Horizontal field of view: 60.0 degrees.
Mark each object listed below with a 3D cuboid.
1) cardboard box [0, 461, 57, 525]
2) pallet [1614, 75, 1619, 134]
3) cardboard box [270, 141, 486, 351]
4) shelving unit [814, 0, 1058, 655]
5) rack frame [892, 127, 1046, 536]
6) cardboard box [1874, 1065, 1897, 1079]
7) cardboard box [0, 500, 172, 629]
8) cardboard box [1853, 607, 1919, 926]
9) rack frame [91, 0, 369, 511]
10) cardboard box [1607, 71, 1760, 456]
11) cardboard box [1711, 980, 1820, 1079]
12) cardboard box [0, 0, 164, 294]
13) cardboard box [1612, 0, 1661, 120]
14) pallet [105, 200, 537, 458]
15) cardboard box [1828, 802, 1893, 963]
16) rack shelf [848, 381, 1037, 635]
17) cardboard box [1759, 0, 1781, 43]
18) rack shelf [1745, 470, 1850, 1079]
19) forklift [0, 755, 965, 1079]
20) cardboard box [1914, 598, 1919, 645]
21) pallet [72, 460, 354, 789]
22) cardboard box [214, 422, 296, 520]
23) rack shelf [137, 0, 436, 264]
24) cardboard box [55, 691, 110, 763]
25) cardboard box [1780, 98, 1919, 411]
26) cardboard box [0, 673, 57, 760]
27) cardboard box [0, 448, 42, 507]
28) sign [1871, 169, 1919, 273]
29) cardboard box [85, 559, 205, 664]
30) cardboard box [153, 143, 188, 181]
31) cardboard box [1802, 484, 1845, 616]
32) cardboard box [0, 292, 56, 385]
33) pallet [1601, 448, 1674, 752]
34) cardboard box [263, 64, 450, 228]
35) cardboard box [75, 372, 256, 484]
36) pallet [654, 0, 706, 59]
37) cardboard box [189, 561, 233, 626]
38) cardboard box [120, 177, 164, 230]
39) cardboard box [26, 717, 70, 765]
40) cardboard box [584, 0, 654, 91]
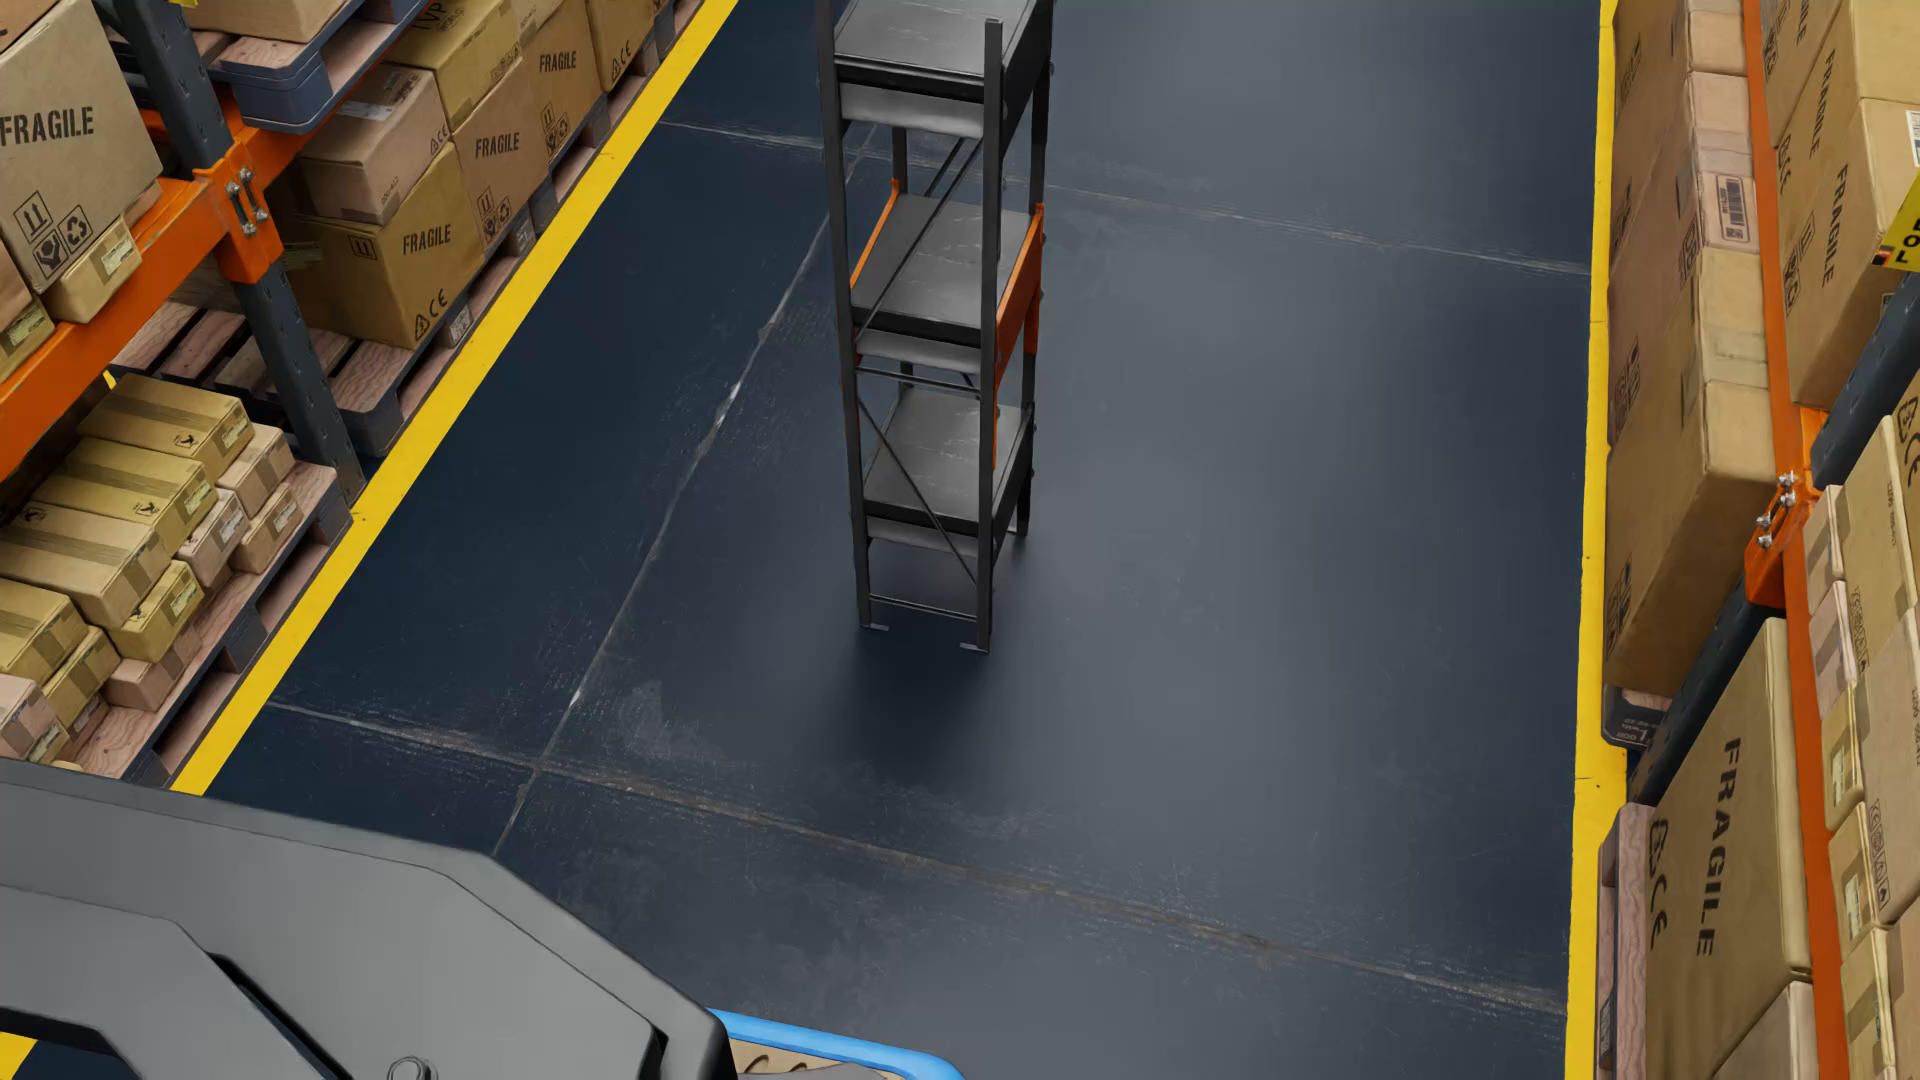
[{"bbox_3d":[-2.806,-0.121,4.779,0.380,0.149,0.250,12,50,10],"label":"cardboard box"},{"bbox_3d":[3.109,-1.590,6.513,1.003,0.211,1.213,12,50,10],"label":"pallet"},{"bbox_3d":[-1.972,-1.021,5.537,0.500,0.500,0.500,13,50,11],"label":"cardboard box"},{"bbox_3d":[-0.044,-0.575,4.357,0.431,2.100,0.503,12,50,10],"label":"shelving unit"},{"bbox_3d":[0.021,-0.752,4.513,0.400,2.100,0.015,12,50,10],"label":"rack frame"},{"bbox_3d":[1.597,0.994,2.540,0.380,0.149,0.250,12,50,10],"label":"cardboard box"},{"bbox_3d":[-2.352,0.063,4.418,0.380,0.149,0.250,11,50,10],"label":"cardboard box"},{"bbox_3d":[1.824,0.423,2.778,0.500,0.250,0.500,11,50,10],"label":"cardboard box"},{"bbox_3d":[-2.422,-1.227,4.332,1.000,3.000,0.127,12,50,10],"label":"rack frame"},{"bbox_3d":[2.720,-0.724,5.026,1.225,0.875,0.875,10,49,9],"label":"cardboard box"},{"bbox_3d":[1.848,1.502,3.061,0.875,0.875,0.875,12,50,10],"label":"cardboard box"},{"bbox_3d":[-2.277,-0.953,3.825,0.500,0.500,0.500,12,50,10],"label":"cardboard box"},{"bbox_3d":[3.187,-2.009,6.160,1.225,0.875,0.875,9,49,8],"label":"cardboard box"},{"bbox_3d":[-2.219,-0.868,5.875,1.003,0.211,1.213,12,50,10],"label":"pallet"},{"bbox_3d":[1.732,0.628,2.863,0.380,0.149,0.250,10,49,9],"label":"cardboard box"},{"bbox_3d":[-0.044,-0.103,4.892,0.431,0.518,0.480,12,50,10],"label":"rack shelf"},{"bbox_3d":[2.600,-1.698,4.681,0.500,0.500,0.500,12,50,10],"label":"cardboard box"},{"bbox_3d":[1.810,1.510,2.397,1.077,0.370,4.000,12,50,10],"label":"rack shelf"},{"bbox_3d":[-0.778,1.710,1.828,1.129,2.867,3.031,9,49,8],"label":"forklift"},{"bbox_3d":[1.826,0.179,2.493,0.500,0.500,0.500,12,50,10],"label":"cardboard box"},{"bbox_3d":[-2.565,0.189,4.943,1.003,0.211,1.213,12,50,10],"label":"pallet"},{"bbox_3d":[-2.199,-0.230,4.876,0.380,0.149,0.250,12,50,11],"label":"cardboard box"},{"bbox_3d":[-1.896,-2.435,5.879,1.077,0.370,4.000,12,50,10],"label":"rack shelf"},{"bbox_3d":[-2.540,0.470,4.456,0.380,0.149,0.250,10,49,9],"label":"cardboard box"},{"bbox_3d":[2.196,-0.600,3.712,0.500,0.500,0.500,12,50,10],"label":"cardboard box"},{"bbox_3d":[-2.478,0.450,4.077,0.380,0.149,0.250,9,49,8],"label":"cardboard box"},{"bbox_3d":[-2.843,-0.224,4.671,0.380,0.149,0.250,14,50,12],"label":"cardboard box"},{"bbox_3d":[1.810,-0.632,3.088,0.100,0.325,0.005,12,50,10],"label":"sign"},{"bbox_3d":[-2.311,0.165,4.527,0.380,0.149,0.250,10,49,9],"label":"cardboard box"},{"bbox_3d":[-2.470,-1.376,5.350,0.500,0.250,0.500,10,49,9],"label":"cardboard box"},{"bbox_3d":[1.937,0.056,3.367,0.380,0.149,0.250,12,50,10],"label":"cardboard box"},{"bbox_3d":[-2.362,-0.502,3.860,0.380,0.149,0.250,13,50,12],"label":"cardboard box"},{"bbox_3d":[2.467,0.175,4.955,1.003,0.211,1.213,12,50,10],"label":"pallet"},{"bbox_3d":[-1.973,-1.269,5.256,0.500,0.250,0.500,10,49,8],"label":"cardboard box"},{"bbox_3d":[-2.265,-0.311,4.748,0.380,0.149,0.250,13,50,11],"label":"cardboard box"},{"bbox_3d":[-1.577,-2.633,7.433,1.003,0.211,1.213,12,50,10],"label":"pallet"},{"bbox_3d":[-2.346,0.100,4.783,0.380,0.149,0.250,13,50,11],"label":"cardboard box"},{"bbox_3d":[-2.272,-0.891,4.203,0.380,0.149,0.250,11,50,10],"label":"cardboard box"},{"bbox_3d":[-2.520,0.515,4.217,0.380,0.149,0.250,13,50,11],"label":"cardboard box"},{"bbox_3d":[-1.554,-2.144,6.529,0.500,0.500,0.500,10,49,8],"label":"cardboard box"}]
